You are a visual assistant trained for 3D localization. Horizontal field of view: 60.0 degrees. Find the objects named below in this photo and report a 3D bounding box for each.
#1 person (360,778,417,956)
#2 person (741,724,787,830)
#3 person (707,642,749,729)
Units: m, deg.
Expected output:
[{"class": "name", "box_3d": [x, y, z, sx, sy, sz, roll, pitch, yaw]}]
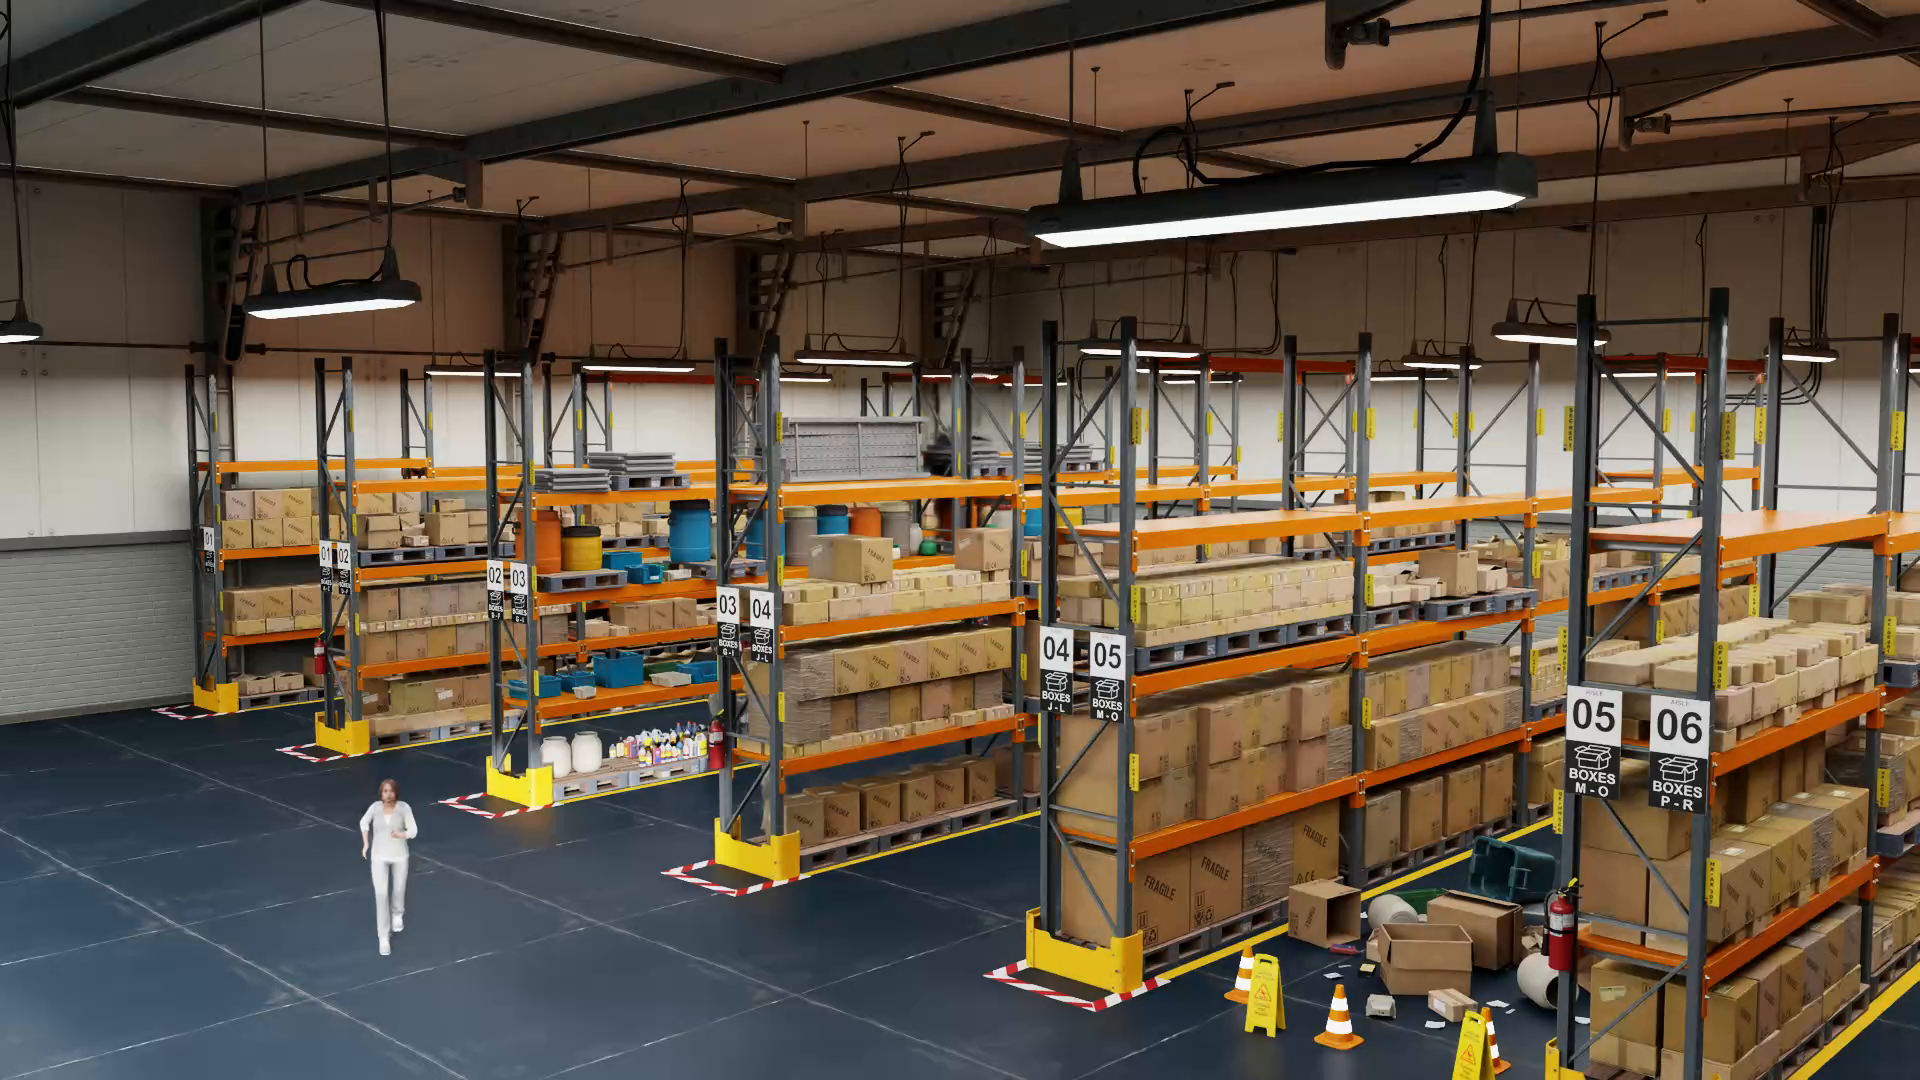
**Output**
[{"class": "person", "box_3d": [-5.535, 3.116, 16.139, 0.517, 1.630, 0.784, -2, 5, -20]}, {"class": "person", "box_3d": [-2.385, 2.684, 20.860, 0.656, 1.844, 0.782, 3, 6, 38]}, {"class": "person", "box_3d": [-3.826, 2.219, 27.058, 0.720, 1.746, 0.850, 4, 6, 39]}]
